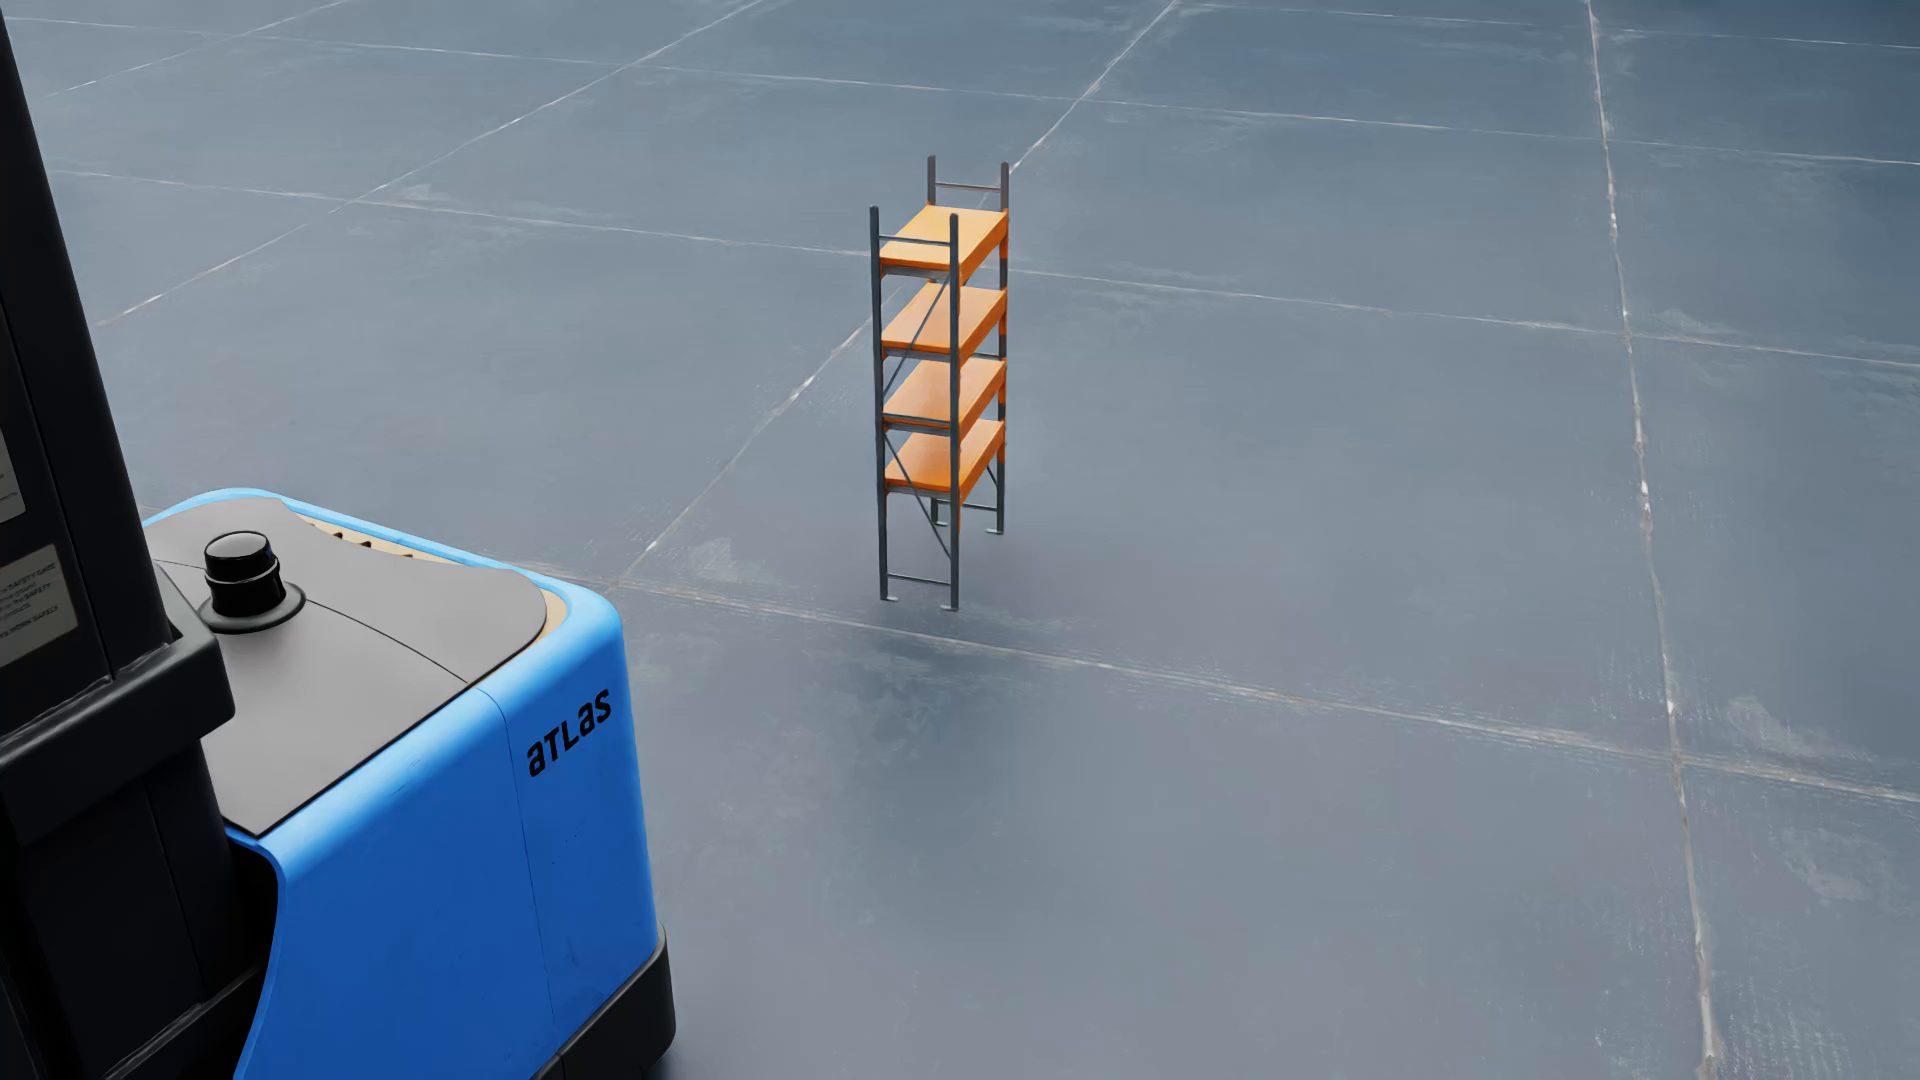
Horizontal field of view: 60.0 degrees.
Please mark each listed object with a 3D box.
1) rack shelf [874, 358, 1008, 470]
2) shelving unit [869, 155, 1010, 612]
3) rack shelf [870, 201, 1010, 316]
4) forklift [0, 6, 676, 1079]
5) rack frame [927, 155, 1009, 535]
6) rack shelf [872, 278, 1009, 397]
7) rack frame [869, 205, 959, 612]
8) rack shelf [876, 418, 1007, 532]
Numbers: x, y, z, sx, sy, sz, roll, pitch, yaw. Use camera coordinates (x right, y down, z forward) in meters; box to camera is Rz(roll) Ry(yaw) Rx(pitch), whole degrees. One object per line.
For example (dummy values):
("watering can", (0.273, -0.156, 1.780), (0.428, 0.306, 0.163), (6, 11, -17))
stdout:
("rack shelf", (-0.049, -0.389, 4.853), (0.258, 0.148, 0.480), (8, 30, 15))
("shelving unit", (-0.049, -0.447, 4.820), (0.258, 1.200, 0.503), (8, 30, 15))
("rack shelf", (-0.049, -0.791, 4.629), (0.258, 0.148, 0.480), (8, 30, 15))
("forklift", (-1.707, 0.277, 1.737), (1.130, 2.935, 3.031), (15, 32, 24))
("rack frame", (0.023, -0.561, 5.024), (0.240, 1.200, 0.015), (8, 30, 15))
("rack shelf", (-0.049, -0.584, 4.744), (0.258, 0.148, 0.480), (8, 30, 15))
("rack frame", (-0.120, -0.334, 4.616), (0.240, 1.200, 0.015), (8, 30, 15))
("rack shelf", (-0.049, -0.215, 4.949), (0.258, 0.148, 0.480), (8, 30, 15))
